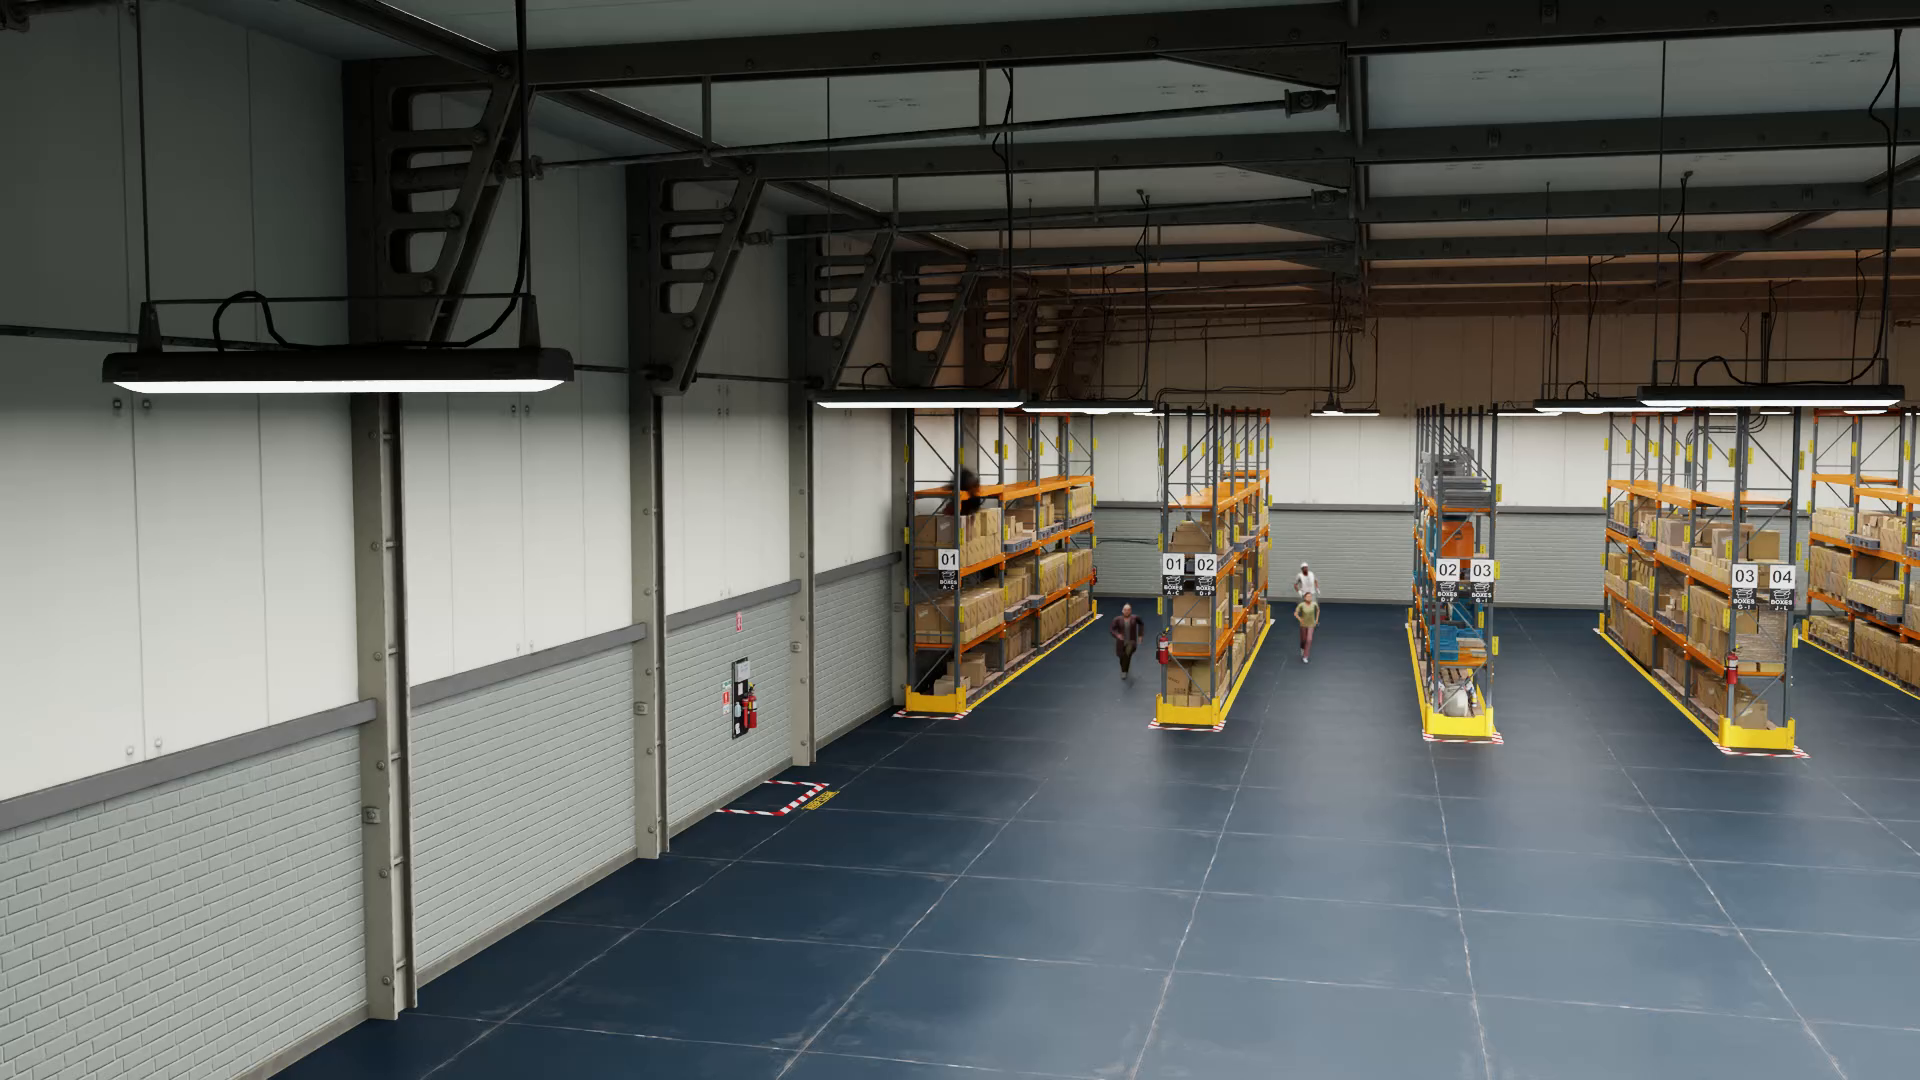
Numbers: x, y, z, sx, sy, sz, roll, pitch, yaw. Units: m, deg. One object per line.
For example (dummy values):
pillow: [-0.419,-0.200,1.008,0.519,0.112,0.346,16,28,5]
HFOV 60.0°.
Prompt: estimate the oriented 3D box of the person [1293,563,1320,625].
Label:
person: [9.665,1.496,46.352,0.725,1.710,0.638,-1,4,-11]

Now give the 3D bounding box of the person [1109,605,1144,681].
person: [3.550,2.210,35.500,0.733,1.695,1.106,1,4,7]

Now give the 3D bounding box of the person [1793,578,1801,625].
person: [22.186,1.728,44.473,0.663,1.517,0.679,0,4,-5]

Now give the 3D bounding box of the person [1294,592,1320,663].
person: [8.221,2.042,39.382,0.603,1.658,0.887,0,4,4]
